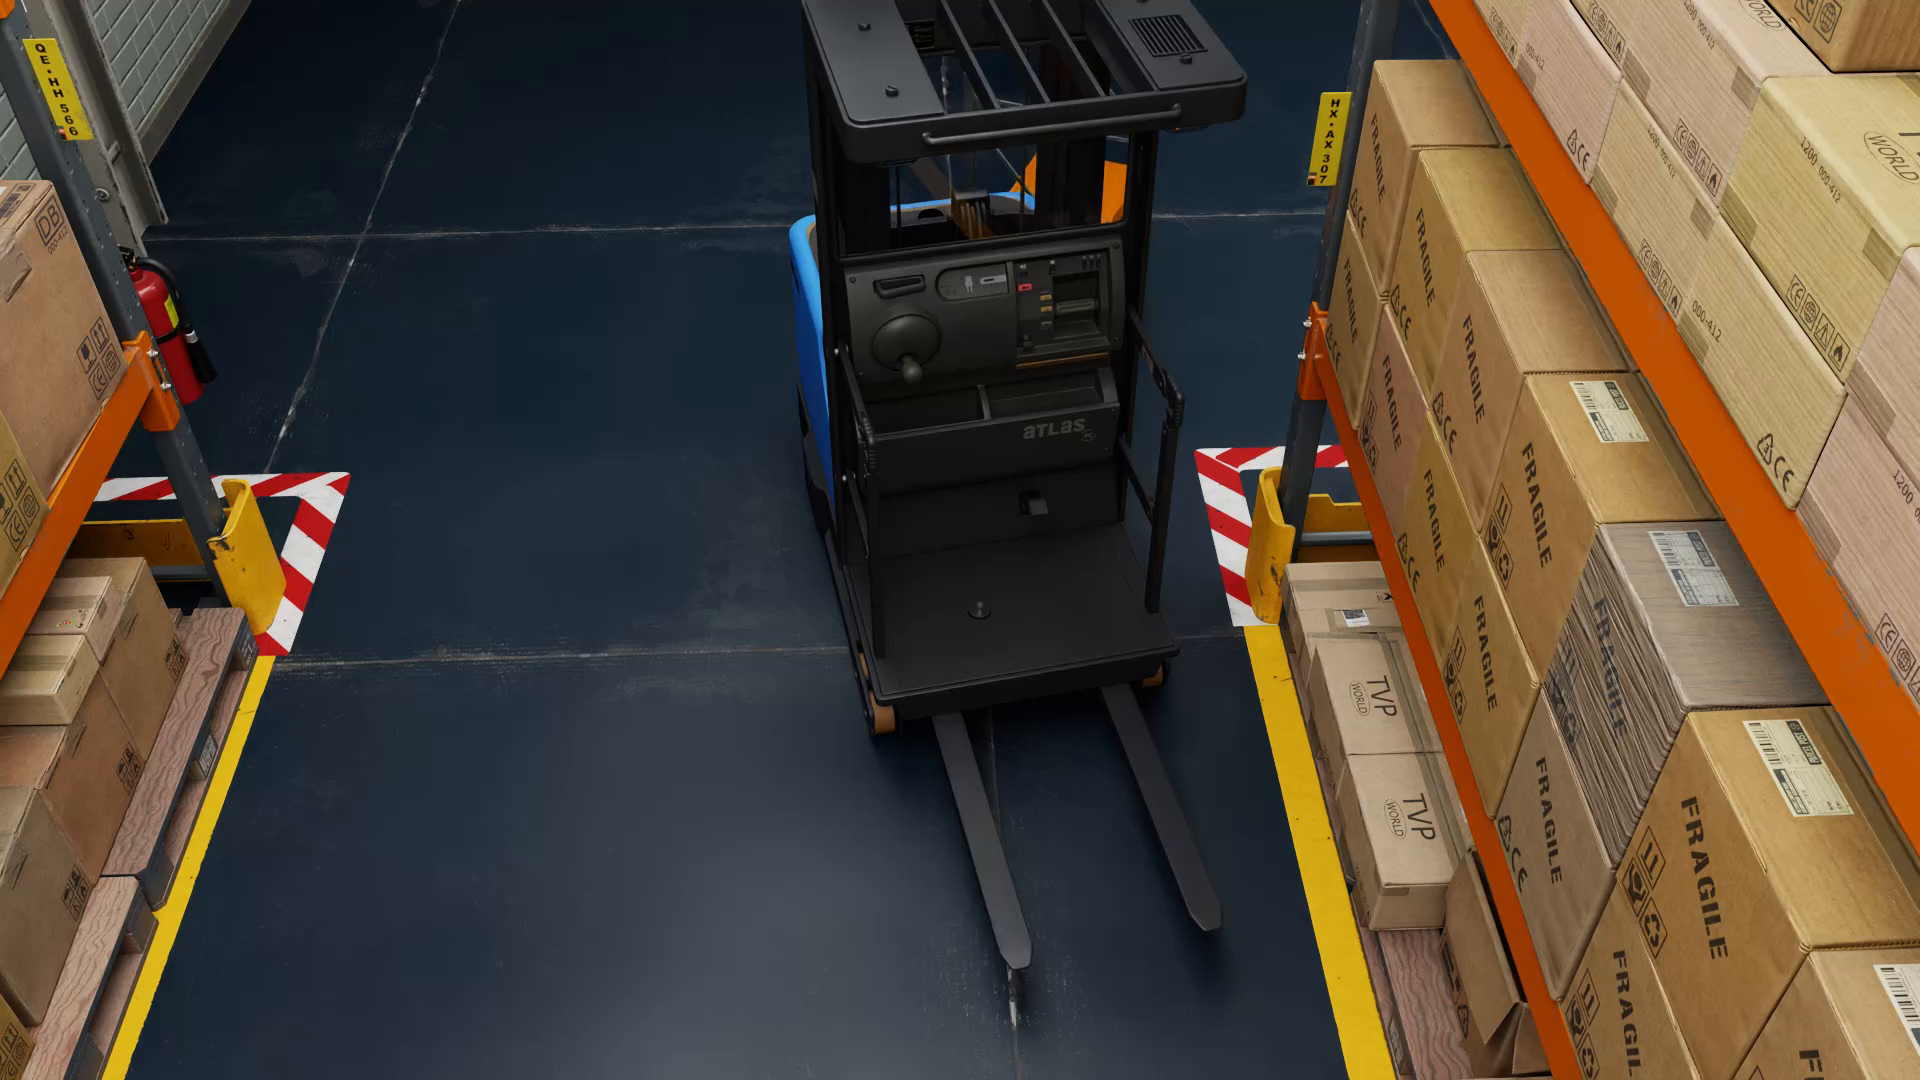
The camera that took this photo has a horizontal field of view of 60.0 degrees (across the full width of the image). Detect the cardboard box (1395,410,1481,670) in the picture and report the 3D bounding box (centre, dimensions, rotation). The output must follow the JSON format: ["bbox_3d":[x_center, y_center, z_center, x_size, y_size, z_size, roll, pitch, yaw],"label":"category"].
[{"bbox_3d":[1.516,-0.008,4.465,0.500,0.500,0.500,-2,43,-2],"label":"cardboard box"}]

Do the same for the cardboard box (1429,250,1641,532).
[{"bbox_3d":[1.516,-0.373,4.123,0.500,0.500,0.500,-1,43,-1],"label":"cardboard box"}]

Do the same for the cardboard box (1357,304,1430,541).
[{"bbox_3d":[1.497,-0.347,4.834,0.500,0.500,0.500,-2,43,-2],"label":"cardboard box"}]

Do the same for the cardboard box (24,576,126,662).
[{"bbox_3d":[-2.917,0.258,5.307,0.380,0.149,0.250,-2,43,-2],"label":"cardboard box"}]

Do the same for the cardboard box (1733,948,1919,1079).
[{"bbox_3d":[1.605,0.996,2.630,0.500,0.500,0.500,-1,43,-2],"label":"cardboard box"}]

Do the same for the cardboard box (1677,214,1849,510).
[{"bbox_3d":[1.558,-0.311,2.761,0.500,0.250,0.500,-2,43,-2],"label":"cardboard box"}]

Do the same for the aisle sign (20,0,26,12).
[{"bbox_3d":[-2.938,-1.836,4.609,0.394,0.787,0.004,-2,43,-2],"label":"aisle sign"}]

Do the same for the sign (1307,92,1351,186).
[{"bbox_3d":[1.173,-1.269,5.273,0.100,0.325,0.005,-2,43,-2],"label":"sign"}]

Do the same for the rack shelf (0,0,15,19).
[{"bbox_3d":[-3.149,-0.311,3.182,1.077,0.370,4.000,-2,43,-2],"label":"rack shelf"}]

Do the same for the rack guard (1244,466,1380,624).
[{"bbox_3d":[1.718,0.008,6.372,1.175,0.500,0.348,-2,43,-2],"label":"rack guard"}]

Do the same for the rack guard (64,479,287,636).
[{"bbox_3d":[-3.235,0.085,6.288,1.175,0.500,0.348,-2,43,-2],"label":"rack guard"}]

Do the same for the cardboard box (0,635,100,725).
[{"bbox_3d":[-2.906,0.431,5.119,0.380,0.149,0.250,-1,43,-1],"label":"cardboard box"}]

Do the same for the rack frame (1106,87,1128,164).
[{"bbox_3d":[0.619,-1.872,7.683,0.500,1.500,0.032,15,45,15],"label":"rack frame"}]

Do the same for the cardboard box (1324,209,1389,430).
[{"bbox_3d":[1.470,-0.695,5.214,0.500,0.500,0.500,-1,43,-1],"label":"cardboard box"}]

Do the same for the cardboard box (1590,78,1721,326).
[{"bbox_3d":[1.541,-0.649,3.129,0.500,0.250,0.500,-2,43,-2],"label":"cardboard box"}]

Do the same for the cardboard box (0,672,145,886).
[{"bbox_3d":[-3.083,0.754,5.247,0.700,0.500,0.500,-2,43,-2],"label":"cardboard box"}]

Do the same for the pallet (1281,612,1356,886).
[{"bbox_3d":[1.753,0.652,5.882,1.003,0.211,1.213,-2,43,-2],"label":"pallet"}]

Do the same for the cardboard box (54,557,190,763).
[{"bbox_3d":[-3.105,0.416,5.616,0.700,0.500,0.500,-2,43,-2],"label":"cardboard box"}]

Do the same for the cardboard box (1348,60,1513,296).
[{"bbox_3d":[1.470,-1.063,4.876,0.500,0.500,0.500,0,43,0],"label":"cardboard box"}]

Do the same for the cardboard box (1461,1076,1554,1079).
[{"bbox_3d":[1.545,1.681,4.360,0.500,0.311,0.500,-2,43,-2],"label":"cardboard box"}]

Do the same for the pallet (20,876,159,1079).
[{"bbox_3d":[-3.073,1.567,4.885,1.003,0.211,1.213,-2,43,-2],"label":"pallet"}]

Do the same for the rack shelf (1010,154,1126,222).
[{"bbox_3d":[0.435,-1.420,7.455,0.538,0.185,1.000,15,45,15],"label":"rack shelf"}]

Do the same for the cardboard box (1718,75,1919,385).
[{"bbox_3d":[1.556,-0.495,2.592,0.500,0.250,0.500,-2,43,-2],"label":"cardboard box"}]

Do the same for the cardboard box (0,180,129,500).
[{"bbox_3d":[-3.203,-0.587,4.949,0.980,0.700,0.700,0,43,0],"label":"cardboard box"}]

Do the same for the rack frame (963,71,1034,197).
[{"bbox_3d":[0.250,-1.232,6.984,0.500,1.500,0.032,15,45,15],"label":"rack frame"}]

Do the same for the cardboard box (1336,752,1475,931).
[{"bbox_3d":[1.497,0.937,5.218,0.500,0.250,0.500,-2,43,-2],"label":"cardboard box"}]

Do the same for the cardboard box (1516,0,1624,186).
[{"bbox_3d":[1.514,-0.986,3.497,0.500,0.250,0.500,-2,43,-2],"label":"cardboard box"}]

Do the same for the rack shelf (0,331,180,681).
[{"bbox_3d":[-3.149,0.795,4.195,1.077,0.370,4.000,-2,43,-2],"label":"rack shelf"}]

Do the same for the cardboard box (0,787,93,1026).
[{"bbox_3d":[-3.061,1.093,4.877,0.700,0.500,0.500,-3,43,-3],"label":"cardboard box"}]

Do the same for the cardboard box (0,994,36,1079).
[{"bbox_3d":[-3.031,1.453,4.484,0.700,0.500,0.500,-1,43,-1],"label":"cardboard box"}]

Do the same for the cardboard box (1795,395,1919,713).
[{"bbox_3d":[1.588,0.026,2.393,0.500,0.250,0.500,-2,43,-2],"label":"cardboard box"}]

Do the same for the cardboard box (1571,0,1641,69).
[{"bbox_3d":[1.518,-1.171,3.328,0.500,0.250,0.500,-2,43,-2],"label":"cardboard box"}]

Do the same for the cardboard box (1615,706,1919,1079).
[{"bbox_3d":[1.580,0.650,3.007,0.500,0.500,0.500,-2,43,-3],"label":"cardboard box"}]

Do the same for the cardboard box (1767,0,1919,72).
[{"bbox_3d":[1.746,-1.115,2.713,0.700,0.500,0.500,-2,43,-2],"label":"cardboard box"}]

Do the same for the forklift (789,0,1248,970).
[{"bbox_3d":[0.141,-0.669,5.310,1.130,2.935,3.031,-9,43,-10],"label":"forklift"}]

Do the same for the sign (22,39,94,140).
[{"bbox_3d":[-2.692,-1.341,4.961,0.100,0.325,0.005,-2,43,-2],"label":"sign"}]

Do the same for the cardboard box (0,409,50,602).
[{"bbox_3d":[-3.161,-0.096,4.413,0.980,0.700,0.700,-2,43,-2],"label":"cardboard box"}]

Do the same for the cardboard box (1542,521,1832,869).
[{"bbox_3d":[1.559,0.310,3.378,0.500,0.500,0.500,-1,43,-1],"label":"cardboard box"}]

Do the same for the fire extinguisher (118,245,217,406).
[{"bbox_3d":[-2.780,-0.770,5.703,0.296,0.674,0.183,-2,43,-2],"label":"fire extinguisher"}]

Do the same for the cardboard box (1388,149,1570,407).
[{"bbox_3d":[1.500,-0.711,4.492,0.500,0.500,0.500,-1,43,-1],"label":"cardboard box"}]

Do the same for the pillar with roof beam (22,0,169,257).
[{"bbox_3d":[0.088,-4.953,5.494,9.100,9.000,0.400,-2,43,-2],"label":"pillar with roof beam"}]

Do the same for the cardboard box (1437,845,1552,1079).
[{"bbox_3d":[1.800,1.225,4.715,0.797,0.503,0.637,-2,43,-2],"label":"cardboard box"}]

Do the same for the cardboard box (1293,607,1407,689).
[{"bbox_3d":[1.400,0.378,5.888,0.380,0.166,0.250,-2,43,-2],"label":"cardboard box"}]

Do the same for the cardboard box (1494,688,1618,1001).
[{"bbox_3d":[1.560,0.674,3.721,0.500,0.500,0.500,-1,43,-1],"label":"cardboard box"}]

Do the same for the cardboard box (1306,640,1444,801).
[{"bbox_3d":[1.476,0.599,5.586,0.500,0.250,0.500,-2,43,-2],"label":"cardboard box"}]

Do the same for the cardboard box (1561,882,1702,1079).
[{"bbox_3d":[1.584,1.020,3.343,0.500,0.500,0.500,-1,43,-1],"label":"cardboard box"}]

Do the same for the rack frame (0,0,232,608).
[{"bbox_3d":[-3.234,-0.820,5.425,1.000,3.000,0.127,-2,43,-2],"label":"rack frame"}]

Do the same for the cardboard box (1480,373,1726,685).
[{"bbox_3d":[1.539,-0.030,3.749,0.500,0.500,0.500,-2,43,-2],"label":"cardboard box"}]

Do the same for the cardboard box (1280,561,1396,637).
[{"bbox_3d":[1.389,0.216,6.079,0.380,0.149,0.250,-2,43,-2],"label":"cardboard box"}]

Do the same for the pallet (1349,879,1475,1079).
[{"bbox_3d":[1.802,1.474,4.986,1.003,0.211,1.213,-2,43,-2],"label":"pallet"}]

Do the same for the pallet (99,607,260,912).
[{"bbox_3d":[-3.122,0.745,5.781,1.003,0.211,1.213,-2,43,-2],"label":"pallet"}]

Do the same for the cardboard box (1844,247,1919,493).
[{"bbox_3d":[1.575,-0.158,2.223,0.500,0.250,0.500,-2,43,-2],"label":"cardboard box"}]

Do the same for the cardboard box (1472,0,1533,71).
[{"bbox_3d":[1.491,-1.324,3.865,0.500,0.250,0.500,-2,43,-2],"label":"cardboard box"}]

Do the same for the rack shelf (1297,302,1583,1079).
[{"bbox_3d":[1.800,0.650,4.353,1.077,0.370,4.000,-2,43,-2],"label":"rack shelf"}]

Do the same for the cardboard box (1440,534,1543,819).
[{"bbox_3d":[1.535,0.330,4.096,0.500,0.500,0.500,-1,43,-1],"label":"cardboard box"}]

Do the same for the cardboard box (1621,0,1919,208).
[{"bbox_3d":[1.535,-0.833,2.960,0.500,0.250,0.500,-2,43,-2],"label":"cardboard box"}]

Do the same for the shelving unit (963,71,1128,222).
[{"bbox_3d":[0.438,-1.558,7.340,0.587,1.500,1.083,15,45,15],"label":"shelving unit"}]

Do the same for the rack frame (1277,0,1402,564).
[{"bbox_3d":[1.715,-0.965,5.583,1.000,3.000,0.127,-2,43,-2],"label":"rack frame"}]
